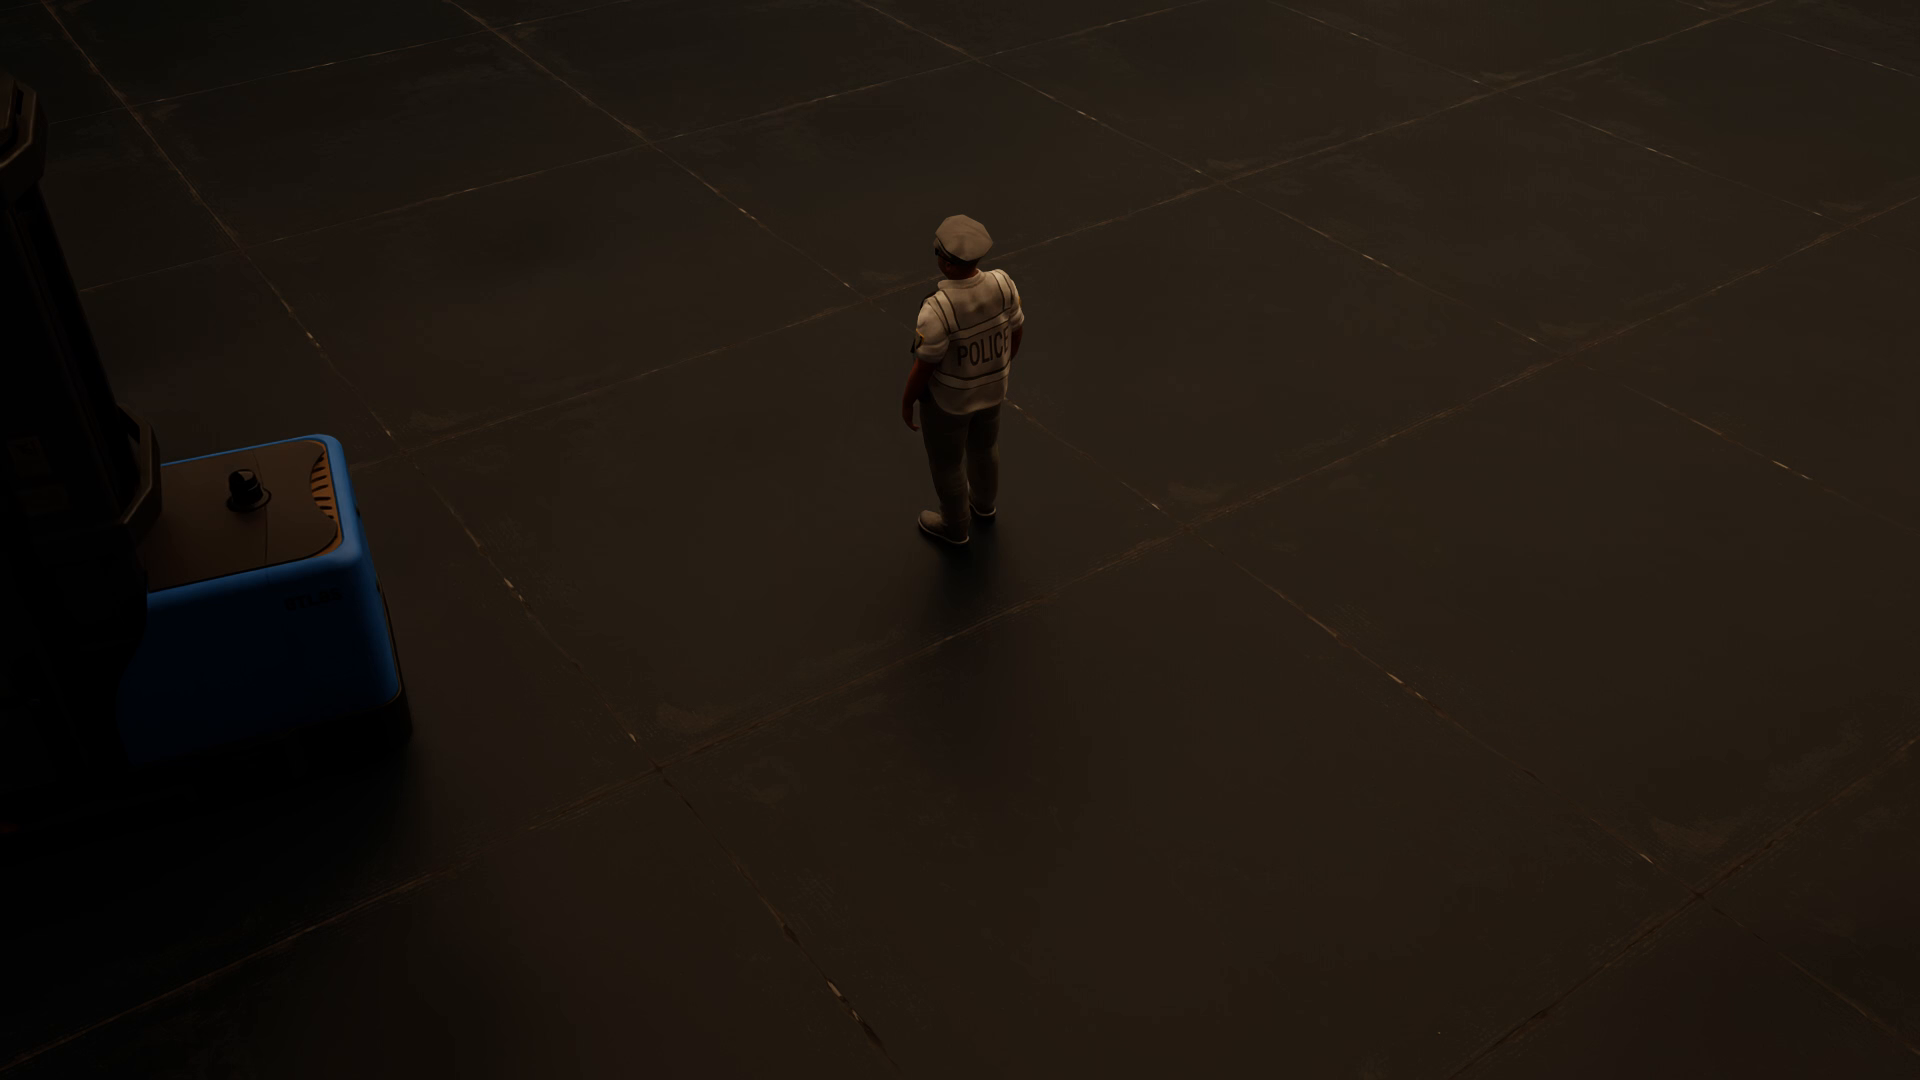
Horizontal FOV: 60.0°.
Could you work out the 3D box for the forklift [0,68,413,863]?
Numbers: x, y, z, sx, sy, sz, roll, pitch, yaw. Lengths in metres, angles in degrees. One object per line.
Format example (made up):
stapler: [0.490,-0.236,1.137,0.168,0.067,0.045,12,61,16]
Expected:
forklift: [-3.929,-0.202,6.217,3.031,2.935,1.130,-14,39,-18]

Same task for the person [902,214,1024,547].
person: [-0.036,-0.765,7.932,0.641,1.780,0.574,-23,42,-28]
